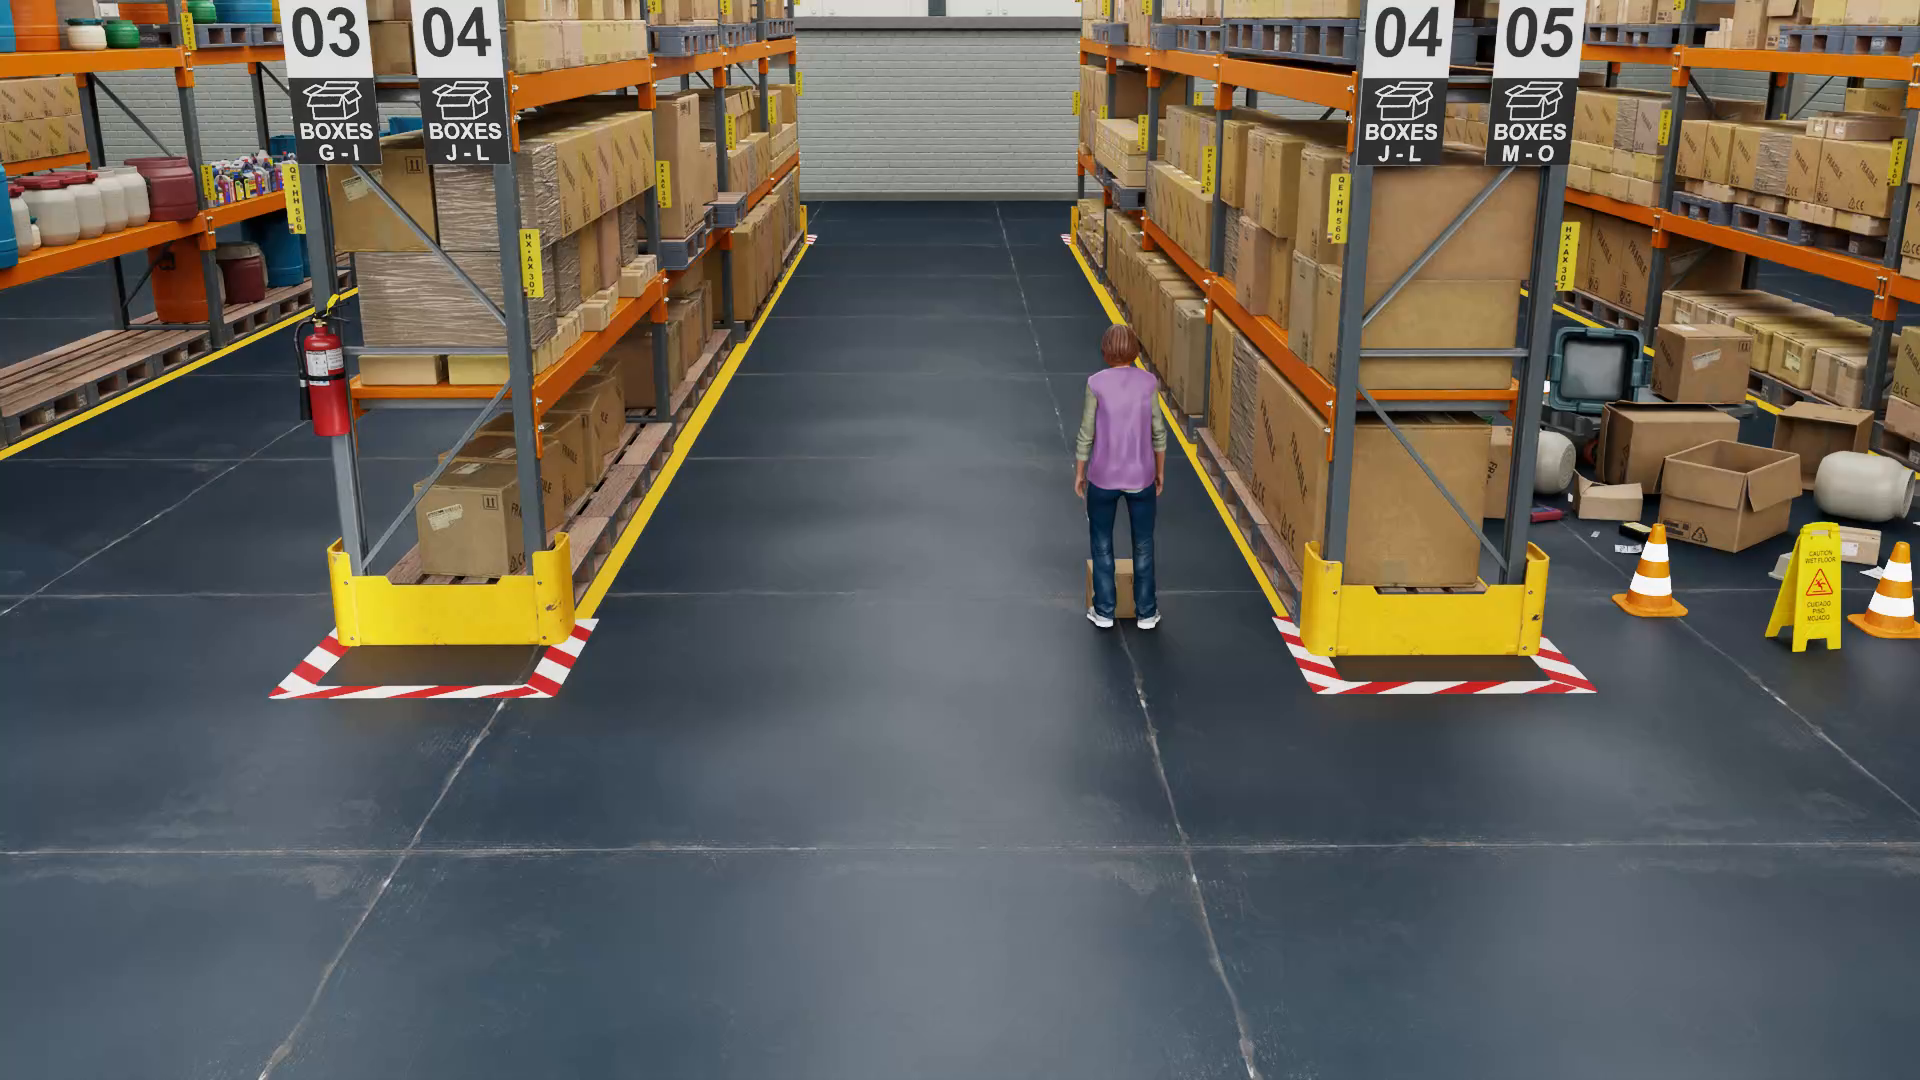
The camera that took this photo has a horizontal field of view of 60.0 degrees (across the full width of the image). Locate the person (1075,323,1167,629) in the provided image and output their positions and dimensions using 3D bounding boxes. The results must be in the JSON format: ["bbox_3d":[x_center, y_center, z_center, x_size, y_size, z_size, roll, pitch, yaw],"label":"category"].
[{"bbox_3d":[0.829,-0.313,8.565,0.479,1.593,0.368,-1,17,-3],"label":"person"}]
